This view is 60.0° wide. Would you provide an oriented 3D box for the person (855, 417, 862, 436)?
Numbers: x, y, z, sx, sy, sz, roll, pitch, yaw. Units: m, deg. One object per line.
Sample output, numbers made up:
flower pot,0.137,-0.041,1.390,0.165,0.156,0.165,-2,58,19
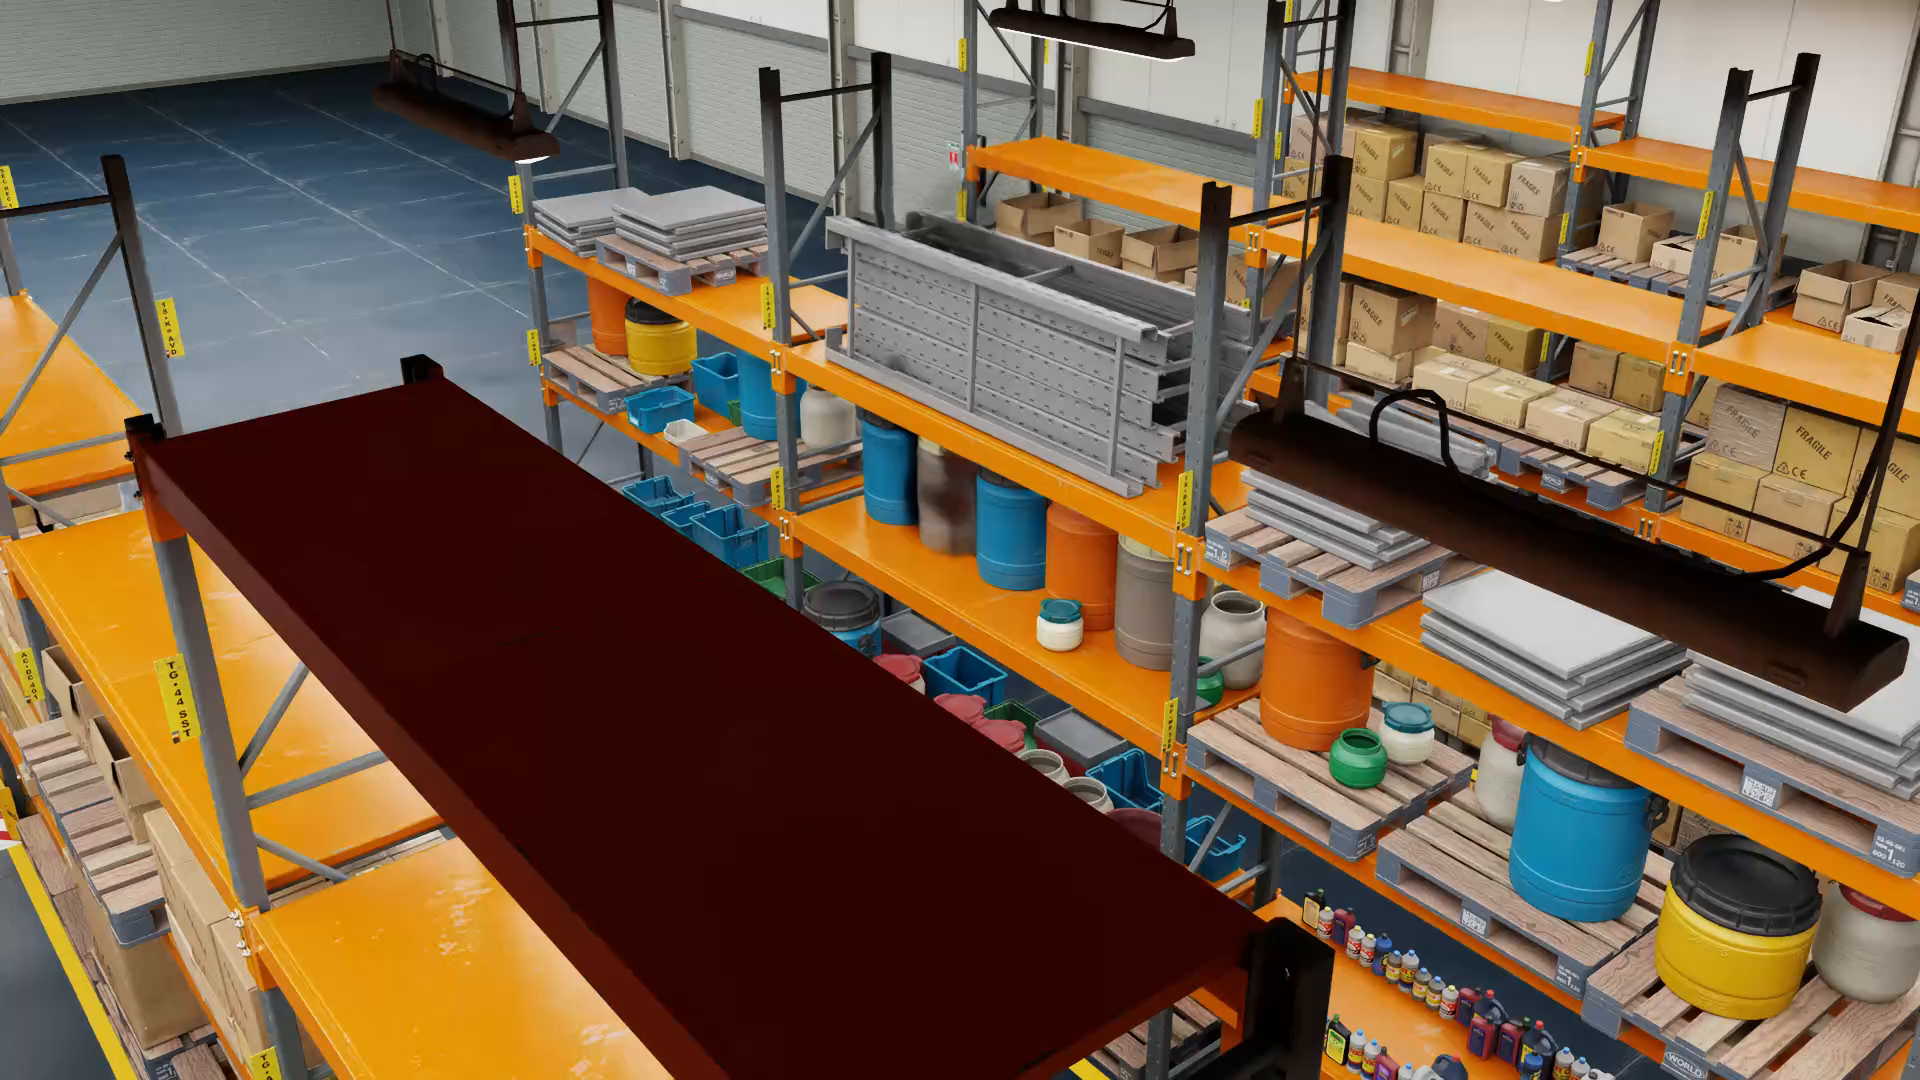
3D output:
person,-1.484,-1.712,19.938,0.994,1.719,0.696,-5,26,-9
